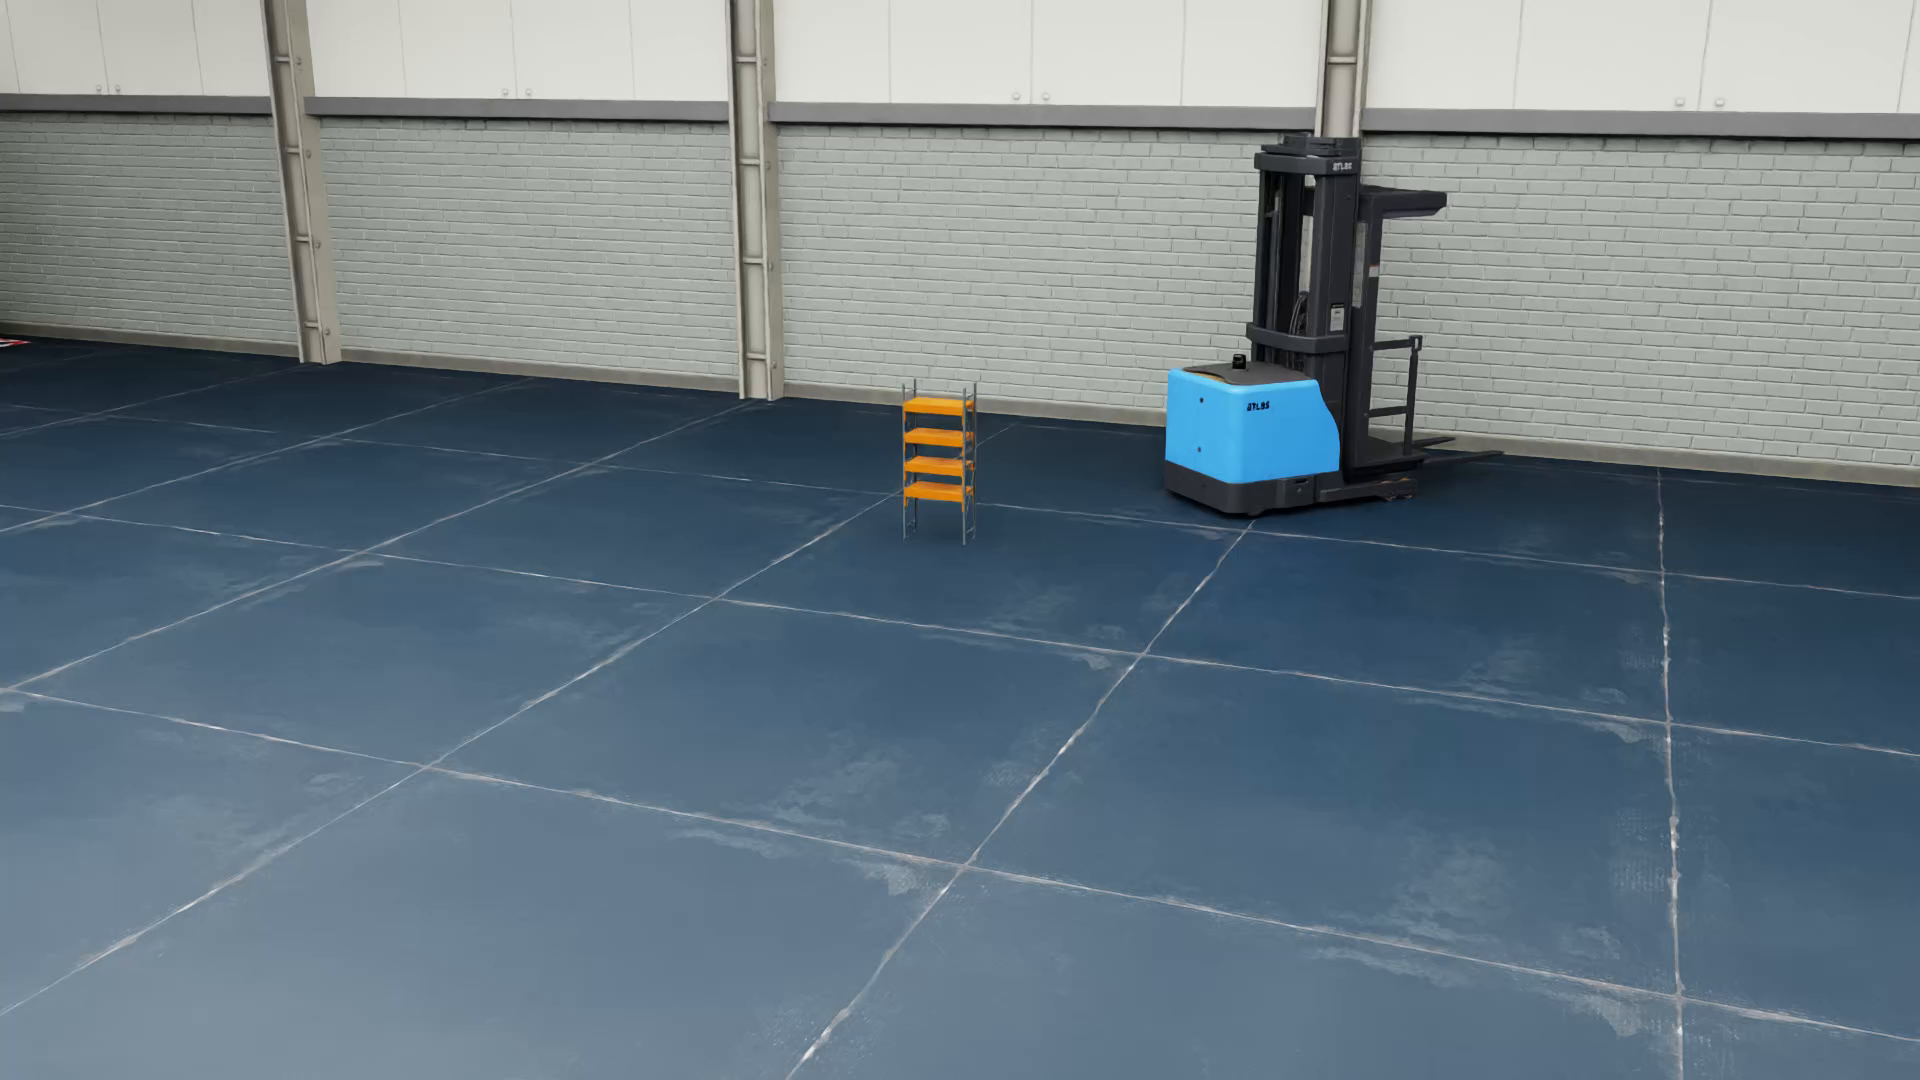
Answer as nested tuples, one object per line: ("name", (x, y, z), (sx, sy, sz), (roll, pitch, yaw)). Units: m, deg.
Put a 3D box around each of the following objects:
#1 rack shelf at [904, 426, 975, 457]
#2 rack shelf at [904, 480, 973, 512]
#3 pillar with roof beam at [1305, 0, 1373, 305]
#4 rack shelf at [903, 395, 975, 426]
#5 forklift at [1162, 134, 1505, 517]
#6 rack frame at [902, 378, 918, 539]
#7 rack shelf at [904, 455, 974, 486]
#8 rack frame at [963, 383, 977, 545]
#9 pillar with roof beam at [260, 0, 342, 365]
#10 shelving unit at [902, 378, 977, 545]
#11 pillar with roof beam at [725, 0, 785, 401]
("rack shelf", (-0.154, -0.743, 12.521), (0.480, 0.148, 0.258), (6, 17, 21))
("rack shelf", (-0.154, -0.338, 12.639), (0.480, 0.148, 0.258), (6, 17, 21))
("pillar with roof beam", (1.861, -4.138, 10.788), (0.400, 9.000, 9.100), (6, 17, 21))
("rack shelf", (-0.154, -0.971, 12.455), (0.480, 0.148, 0.258), (6, 17, 21))
("forklift", (3.254, -1.857, 13.812), (3.031, 2.935, 1.130), (-8, 18, -25))
("rack frame", (-0.381, -0.618, 12.651), (0.015, 1.200, 0.240), (6, 17, 21))
("rack shelf", (-0.154, -0.529, 12.583), (0.480, 0.148, 0.258), (6, 17, 21))
("rack frame", (0.073, -0.568, 12.479), (0.015, 1.200, 0.240), (6, 17, 21))
("pillar with roof beam", (-9.302, -5.366, 15.016), (0.400, 9.000, 9.100), (6, 17, 21))
("shelving unit", (-0.154, -0.593, 12.565), (0.503, 1.200, 0.258), (6, 17, 21))
("pillar with roof beam", (-3.720, -4.752, 12.902), (0.400, 9.000, 9.100), (6, 17, 21))
